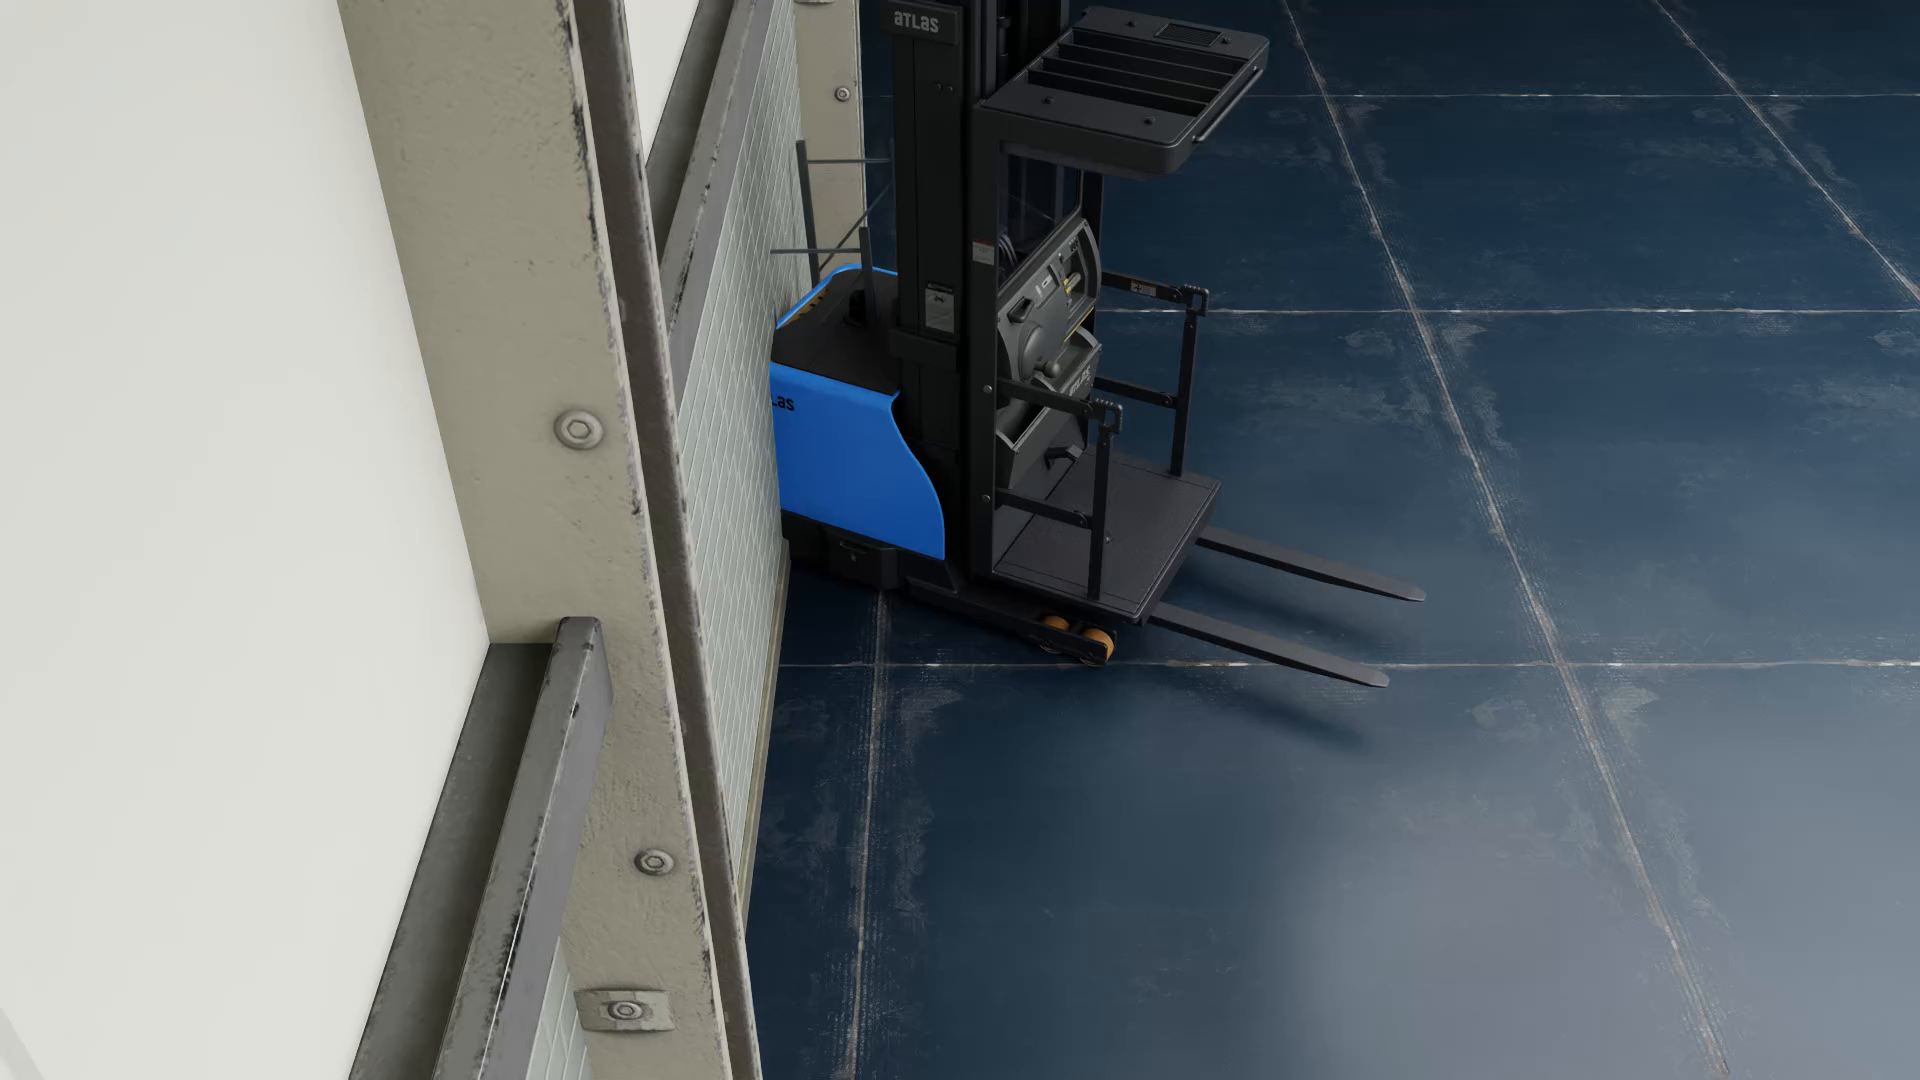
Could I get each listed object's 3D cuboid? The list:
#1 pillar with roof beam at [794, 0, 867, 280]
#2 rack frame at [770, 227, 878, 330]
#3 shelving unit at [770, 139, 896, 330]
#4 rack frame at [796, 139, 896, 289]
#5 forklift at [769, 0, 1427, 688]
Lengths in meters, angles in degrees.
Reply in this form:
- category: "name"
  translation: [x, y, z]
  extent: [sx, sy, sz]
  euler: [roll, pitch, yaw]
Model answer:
- category: "pillar with roof beam"
  translation: [3.619, -4.841, 6.840]
  extent: [9.100, 9.000, 0.400]
  euler: [0, 39, 0]
- category: "rack frame"
  translation: [-0.601, -0.727, 7.600]
  extent: [0.500, 1.500, 0.032]
  euler: [1, 35, 6]
- category: "shelving unit"
  translation: [-0.553, -1.012, 8.007]
  extent: [0.587, 1.500, 1.083]
  euler: [1, 35, 6]
- category: "rack frame"
  translation: [-0.503, -1.307, 8.429]
  extent: [0.500, 1.500, 0.032]
  euler: [1, 35, 6]
- category: "forklift"
  translation: [0.559, -0.970, 6.862]
  extent: [3.031, 2.935, 1.130]
  euler: [17, 42, 20]
